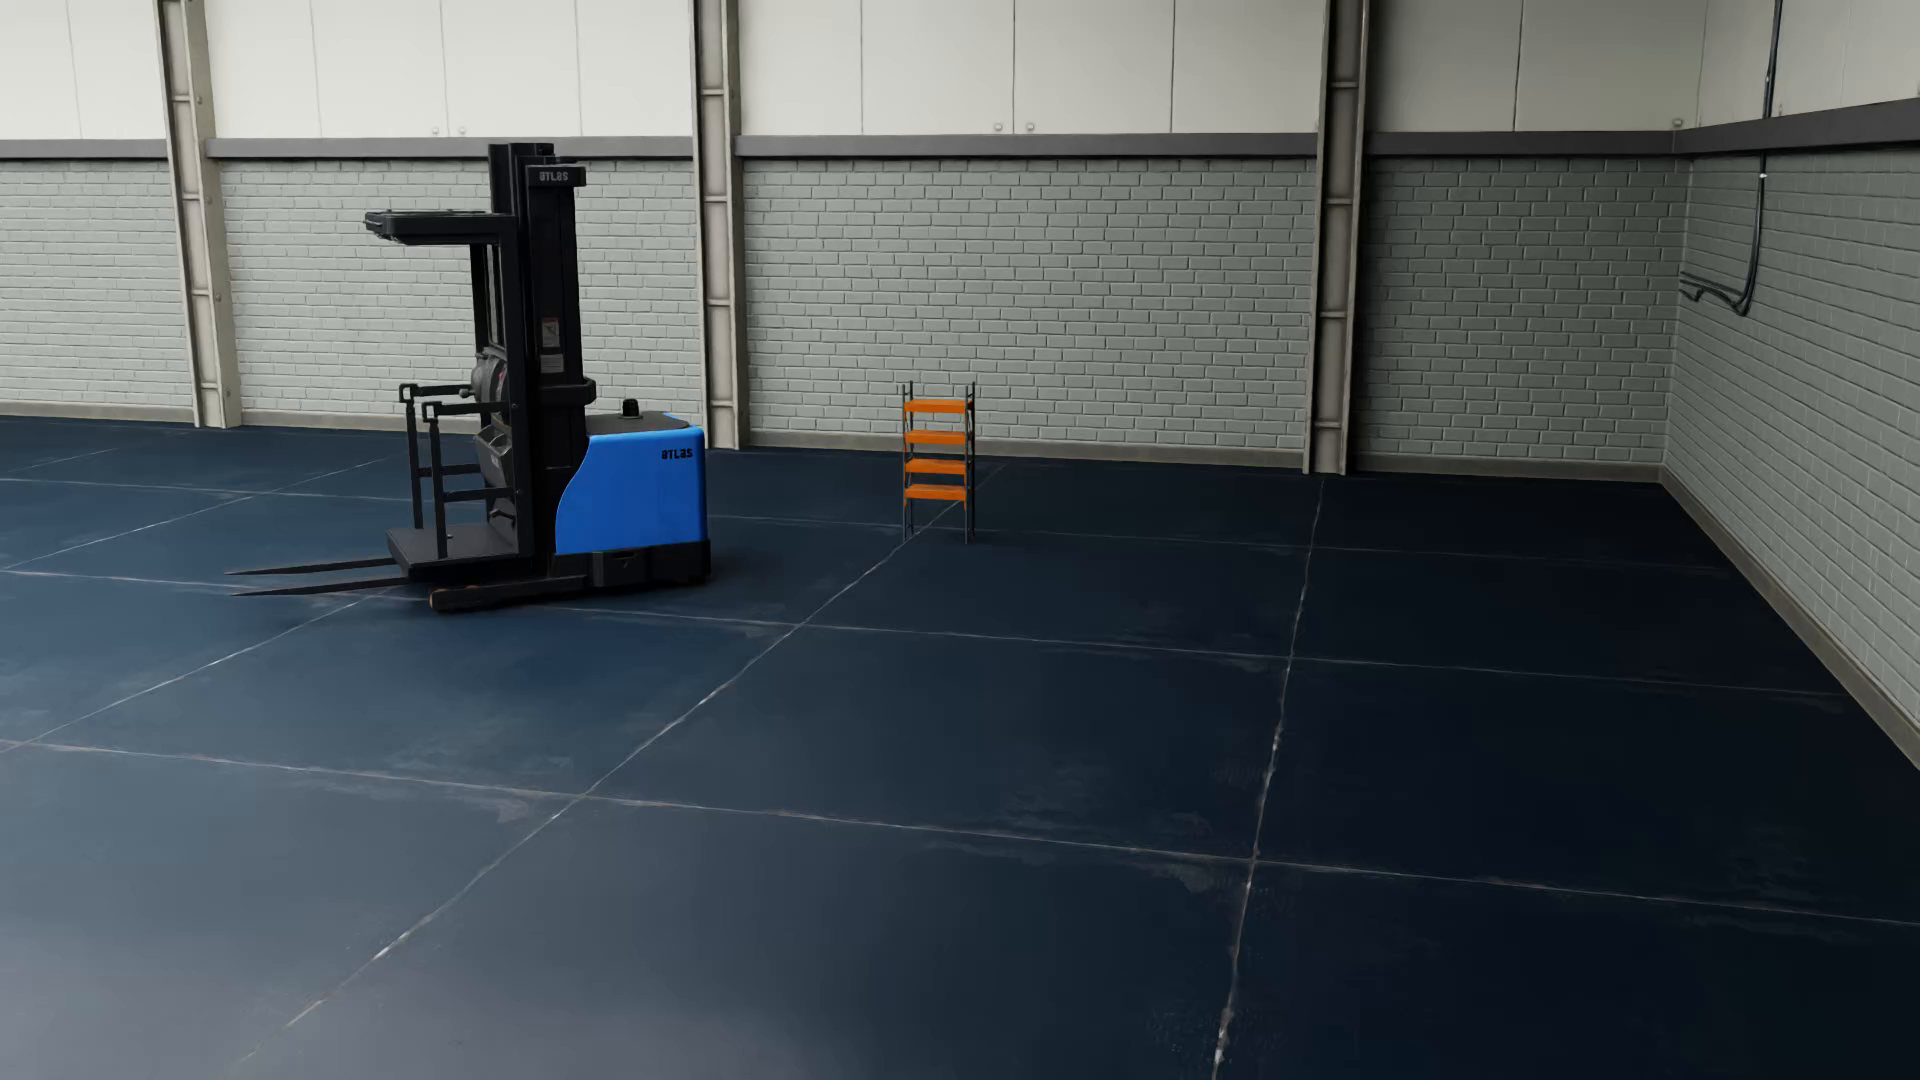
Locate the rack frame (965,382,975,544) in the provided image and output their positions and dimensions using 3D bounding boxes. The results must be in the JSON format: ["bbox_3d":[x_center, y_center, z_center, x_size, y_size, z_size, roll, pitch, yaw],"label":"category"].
[{"bbox_3d":[0.076,-0.582,12.585,0.015,1.200,0.240,3,13,14],"label":"rack frame"}]

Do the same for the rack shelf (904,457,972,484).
[{"bbox_3d":[-0.161,-0.529,12.657,0.480,0.148,0.258,3,13,14],"label":"rack shelf"}]

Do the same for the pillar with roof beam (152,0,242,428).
[{"bbox_3d":[-9.249,-4.757,13.398,0.400,9.000,9.100,3,13,14],"label":"pillar with roof beam"}]

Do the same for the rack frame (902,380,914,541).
[{"bbox_3d":[-0.398,-0.607,12.700,0.015,1.200,0.240,3,13,14],"label":"rack frame"}]

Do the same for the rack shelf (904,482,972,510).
[{"bbox_3d":[-0.161,-0.335,12.700,0.480,0.148,0.258,3,13,14],"label":"rack shelf"}]

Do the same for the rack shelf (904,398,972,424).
[{"bbox_3d":[-0.161,-0.978,12.557,0.480,0.148,0.258,3,13,14],"label":"rack shelf"}]

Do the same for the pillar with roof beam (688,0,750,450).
[{"bbox_3d":[-3.424,-4.445,11.994,0.400,9.000,9.100,3,13,14],"label":"pillar with roof beam"}]

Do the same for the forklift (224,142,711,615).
[{"bbox_3d":[-3.262,-1.086,10.861,3.031,2.935,1.130,-6,14,-25],"label":"forklift"}]

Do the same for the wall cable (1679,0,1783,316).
[{"bbox_3d":[5.976,-3.092,13.065,0.112,2.526,3.097,3,13,14],"label":"wall cable"}]

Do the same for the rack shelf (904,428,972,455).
[{"bbox_3d":[-0.161,-0.747,12.609,0.480,0.148,0.258,3,13,14],"label":"rack shelf"}]

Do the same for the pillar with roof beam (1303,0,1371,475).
[{"bbox_3d":[2.402,-4.134,10.591,0.400,9.000,9.100,3,13,14],"label":"pillar with roof beam"}]

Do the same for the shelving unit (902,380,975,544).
[{"bbox_3d":[-0.161,-0.594,12.642,0.503,1.200,0.258,3,13,14],"label":"shelving unit"}]
